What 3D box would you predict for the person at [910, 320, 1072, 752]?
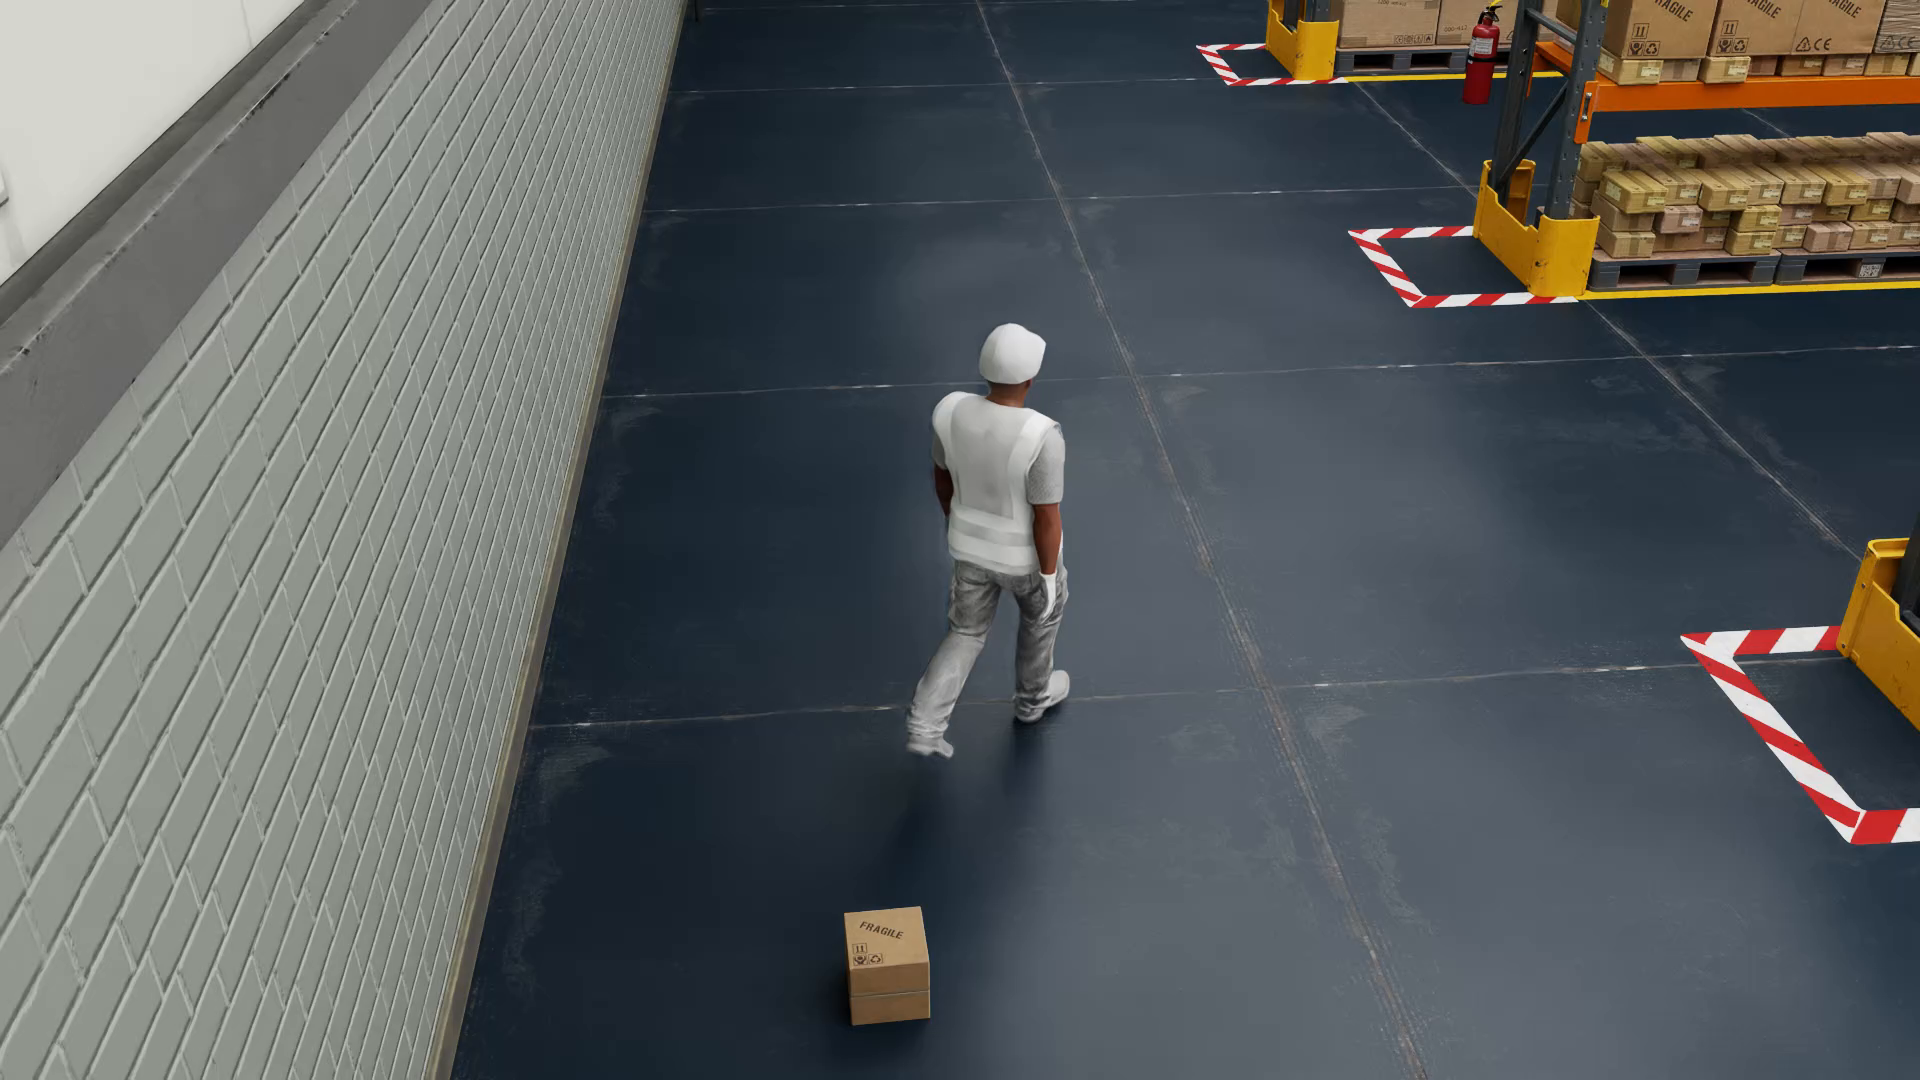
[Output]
[{"bbox_3d":[0.139,0.026,6.065,0.575,1.760,0.900,18,35,27],"label":"person"}]
